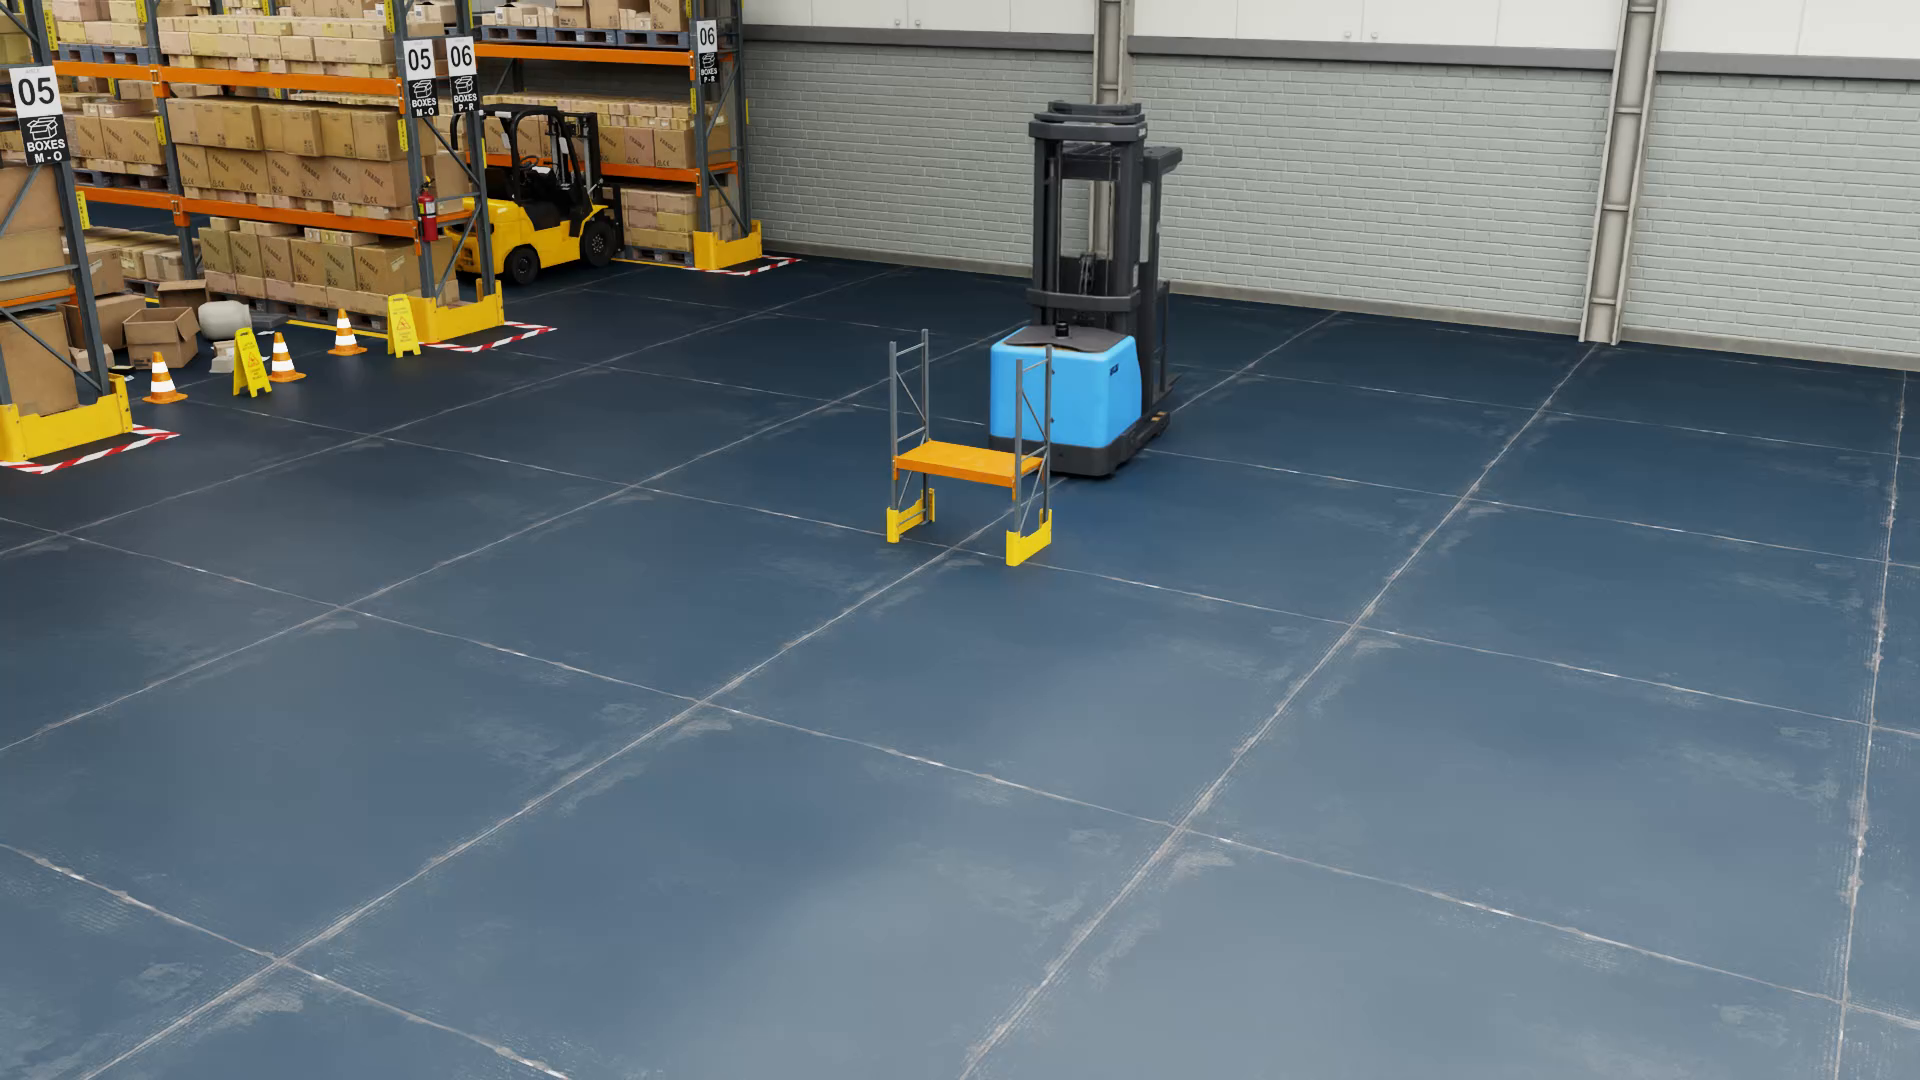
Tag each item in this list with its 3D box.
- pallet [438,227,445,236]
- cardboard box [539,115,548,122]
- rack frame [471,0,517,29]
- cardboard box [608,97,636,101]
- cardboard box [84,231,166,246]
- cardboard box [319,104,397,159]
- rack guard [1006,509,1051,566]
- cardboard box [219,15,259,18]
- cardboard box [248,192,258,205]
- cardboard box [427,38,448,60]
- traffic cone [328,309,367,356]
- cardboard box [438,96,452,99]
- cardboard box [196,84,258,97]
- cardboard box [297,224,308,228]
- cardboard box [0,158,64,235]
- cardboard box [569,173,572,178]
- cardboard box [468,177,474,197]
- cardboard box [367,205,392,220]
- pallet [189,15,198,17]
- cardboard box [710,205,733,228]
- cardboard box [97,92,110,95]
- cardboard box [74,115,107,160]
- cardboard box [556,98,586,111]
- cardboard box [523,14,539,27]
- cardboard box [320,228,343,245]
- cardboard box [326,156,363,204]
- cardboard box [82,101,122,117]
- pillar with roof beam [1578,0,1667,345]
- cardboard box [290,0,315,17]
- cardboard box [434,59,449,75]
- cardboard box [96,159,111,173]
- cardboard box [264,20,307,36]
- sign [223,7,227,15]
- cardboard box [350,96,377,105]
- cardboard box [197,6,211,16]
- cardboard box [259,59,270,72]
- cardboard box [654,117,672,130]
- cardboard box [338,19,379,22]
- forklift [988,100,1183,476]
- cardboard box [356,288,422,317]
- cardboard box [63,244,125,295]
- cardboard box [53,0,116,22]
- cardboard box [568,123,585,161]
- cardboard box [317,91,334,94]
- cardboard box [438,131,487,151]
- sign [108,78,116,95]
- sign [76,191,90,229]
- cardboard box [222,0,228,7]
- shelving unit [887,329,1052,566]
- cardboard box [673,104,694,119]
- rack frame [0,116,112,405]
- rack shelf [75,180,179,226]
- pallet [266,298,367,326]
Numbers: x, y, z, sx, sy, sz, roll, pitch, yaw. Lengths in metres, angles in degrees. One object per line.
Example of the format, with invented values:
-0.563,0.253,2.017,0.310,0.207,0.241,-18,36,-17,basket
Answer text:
-7.357,-4.704,25.024,1.213,0.211,1.003,11,23,27,pallet
-5.669,-5.940,23.243,0.250,0.149,0.380,11,22,27,cardboard box
-6.694,-8.724,23.220,0.127,3.000,1.000,11,23,27,rack frame
-4.728,-6.116,23.292,0.250,0.149,0.380,11,23,28,cardboard box
-10.808,-3.708,21.426,0.625,0.372,0.950,12,23,29,cardboard box
-6.610,-4.524,18.388,0.500,0.500,0.700,11,23,28,cardboard box
0.501,-0.022,12.059,0.087,0.250,0.587,11,23,27,rack guard
-8.464,-6.085,19.540,0.250,0.149,0.380,10,22,26,cardboard box
-8.054,-4.012,19.394,0.250,0.149,0.380,11,23,27,cardboard box
-5.929,-5.403,18.246,0.500,0.250,0.500,10,22,26,cardboard box
-6.624,-2.256,17.904,0.334,0.463,0.336,11,23,27,traffic cone
-7.761,-6.566,24.968,0.250,0.149,0.380,11,23,27,cardboard box
-11.702,-7.032,26.584,0.637,0.503,0.797,10,22,26,cardboard box
-8.020,-3.581,20.154,0.500,0.500,0.500,11,23,28,cardboard box
-8.251,-2.922,14.217,0.550,0.550,0.875,11,23,27,cardboard box
-5.721,-5.175,24.183,0.500,0.250,0.500,10,22,27,cardboard box
-7.155,-5.069,24.806,0.625,0.625,0.875,12,23,30,cardboard box
-6.326,-3.650,18.397,0.250,0.149,0.380,10,22,27,cardboard box
-12.237,-8.255,26.601,1.003,0.211,1.213,11,23,27,pallet
-3.512,-4.519,23.107,0.500,0.250,0.500,11,23,28,cardboard box
-14.421,-7.548,28.558,0.500,0.250,0.500,11,22,27,cardboard box
-10.508,-4.988,20.519,0.500,0.500,0.500,12,23,29,cardboard box
-5.398,-6.064,23.149,0.250,0.149,0.380,11,23,27,cardboard box
-5.780,-7.148,22.878,0.250,0.149,0.380,12,23,29,cardboard box
-7.018,-3.462,18.876,0.250,0.149,0.380,11,23,28,cardboard box
-6.663,-4.040,18.522,0.500,0.500,0.500,11,23,27,cardboard box
-10.484,-5.274,20.355,0.250,0.149,0.380,10,22,25,cardboard box
5.006,-5.166,13.410,0.400,9.000,9.100,11,23,27,pillar with roof beam
-9.673,-8.078,24.927,0.500,0.500,0.500,11,23,28,cardboard box
-5.751,-5.204,18.283,0.250,0.149,0.380,11,23,27,cardboard box
-10.384,-4.631,20.486,0.250,0.149,0.380,11,23,28,cardboard box
-7.414,-5.641,18.317,0.250,0.149,0.380,11,23,29,cardboard box
-8.854,-6.242,20.016,0.005,0.325,0.100,11,23,27,sign
-8.920,-6.569,24.978,0.250,0.149,0.380,11,23,28,cardboard box
-11.724,-8.305,26.099,0.250,0.149,0.380,12,23,29,cardboard box
-7.611,-5.336,18.645,0.250,0.149,0.380,11,23,28,cardboard box
-3.879,-5.599,22.303,0.250,0.149,0.380,11,23,28,cardboard box
-6.692,-5.721,18.538,0.250,0.149,0.380,11,23,27,cardboard box
1.268,-2.366,14.590,1.130,2.935,3.031,8,21,21,forklift
-6.478,-2.724,18.891,0.500,0.250,0.500,11,23,27,cardboard box
-9.954,-3.072,18.990,0.500,0.500,0.500,11,23,27,cardboard box
-10.582,-6.419,20.135,0.500,0.250,0.500,11,23,28,cardboard box
-5.100,-5.544,23.103,0.500,0.500,0.500,11,23,28,cardboard box
-9.804,-6.927,25.966,0.250,0.149,0.380,12,23,29,cardboard box
-7.262,-5.840,24.285,0.500,0.250,0.500,11,23,29,cardboard box
-13.937,-7.479,27.314,0.005,0.325,0.100,11,23,27,sign
-7.670,-2.879,14.516,0.005,0.325,0.100,11,23,27,sign
-11.267,-8.364,25.826,0.250,0.149,0.380,10,22,26,cardboard box
0.067,-0.692,12.074,1.083,1.500,0.587,11,23,27,shelving unit
-3.618,-5.727,22.222,0.250,0.149,0.380,11,23,27,cardboard box
-7.946,-2.270,14.225,0.127,3.000,1.000,11,23,27,rack frame
-10.858,-4.420,21.207,4.000,0.370,1.077,11,23,27,rack shelf
-7.439,-2.811,19.805,1.213,0.211,1.003,11,23,27,pallet
